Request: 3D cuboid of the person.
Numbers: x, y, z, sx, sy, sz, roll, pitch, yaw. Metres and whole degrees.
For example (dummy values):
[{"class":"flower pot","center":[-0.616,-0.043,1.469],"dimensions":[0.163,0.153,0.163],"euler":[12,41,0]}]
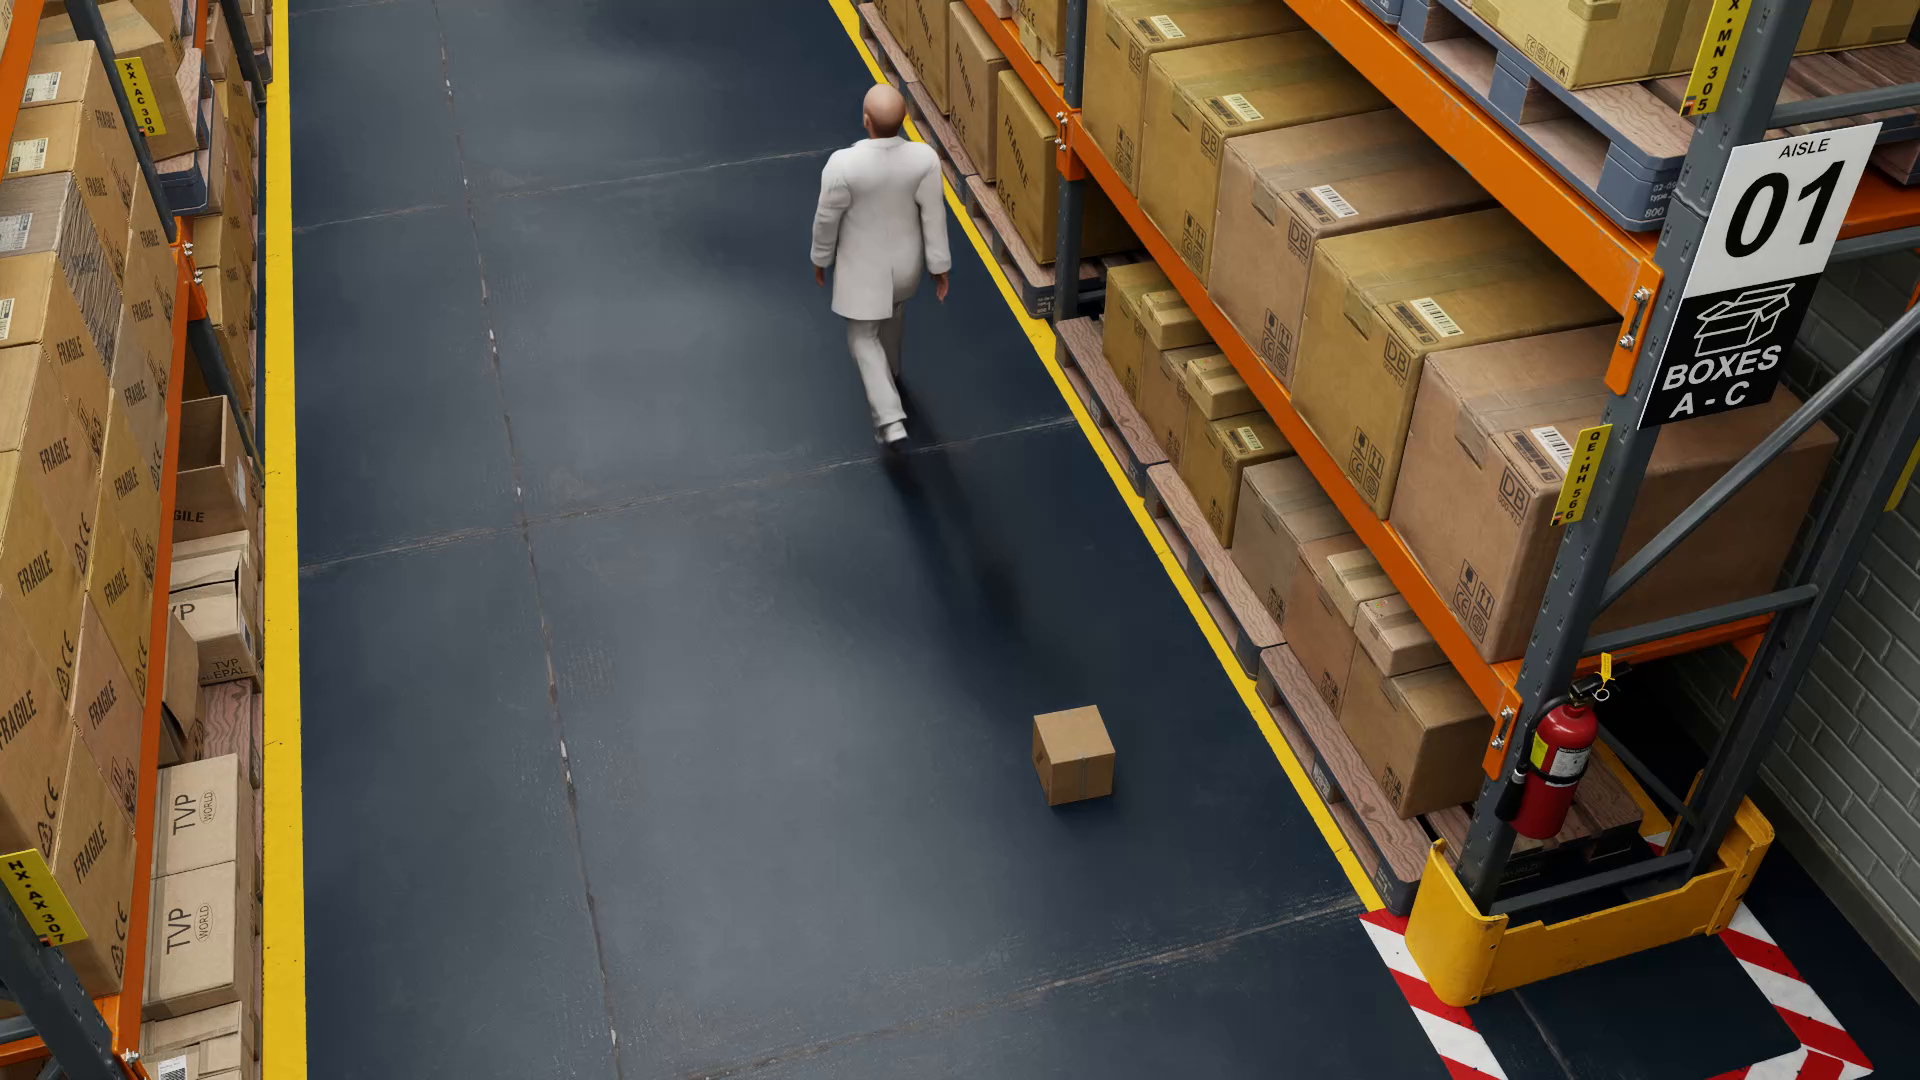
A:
[{"class":"person","center":[-0.362,-1.278,7.606],"dimensions":[0.609,1.732,1.056],"euler":[-14,43,-15]}]
